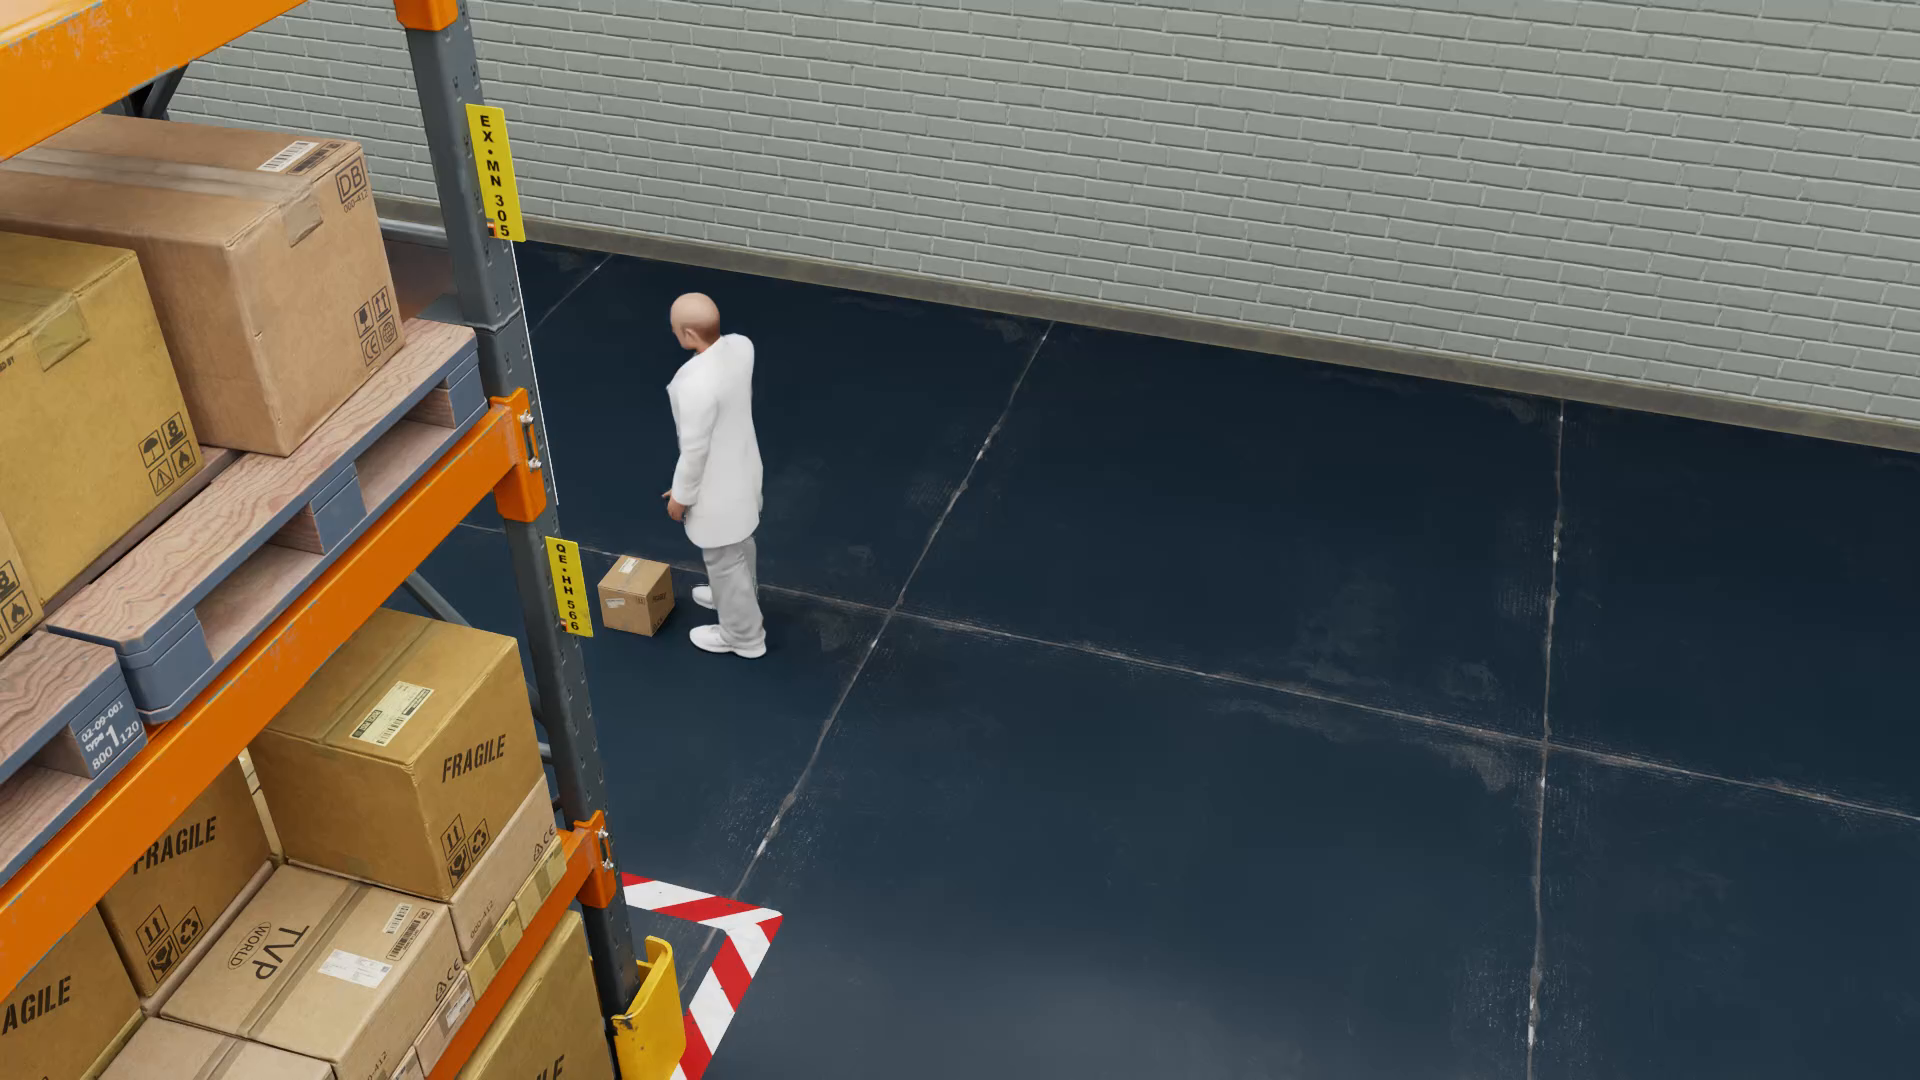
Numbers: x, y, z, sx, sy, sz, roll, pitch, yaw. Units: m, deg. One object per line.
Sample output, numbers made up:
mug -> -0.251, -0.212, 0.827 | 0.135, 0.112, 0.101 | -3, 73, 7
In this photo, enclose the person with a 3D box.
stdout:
person -> -1.107, -0.285, 7.277 | 0.508, 1.787, 0.576 | 11, 38, 14
